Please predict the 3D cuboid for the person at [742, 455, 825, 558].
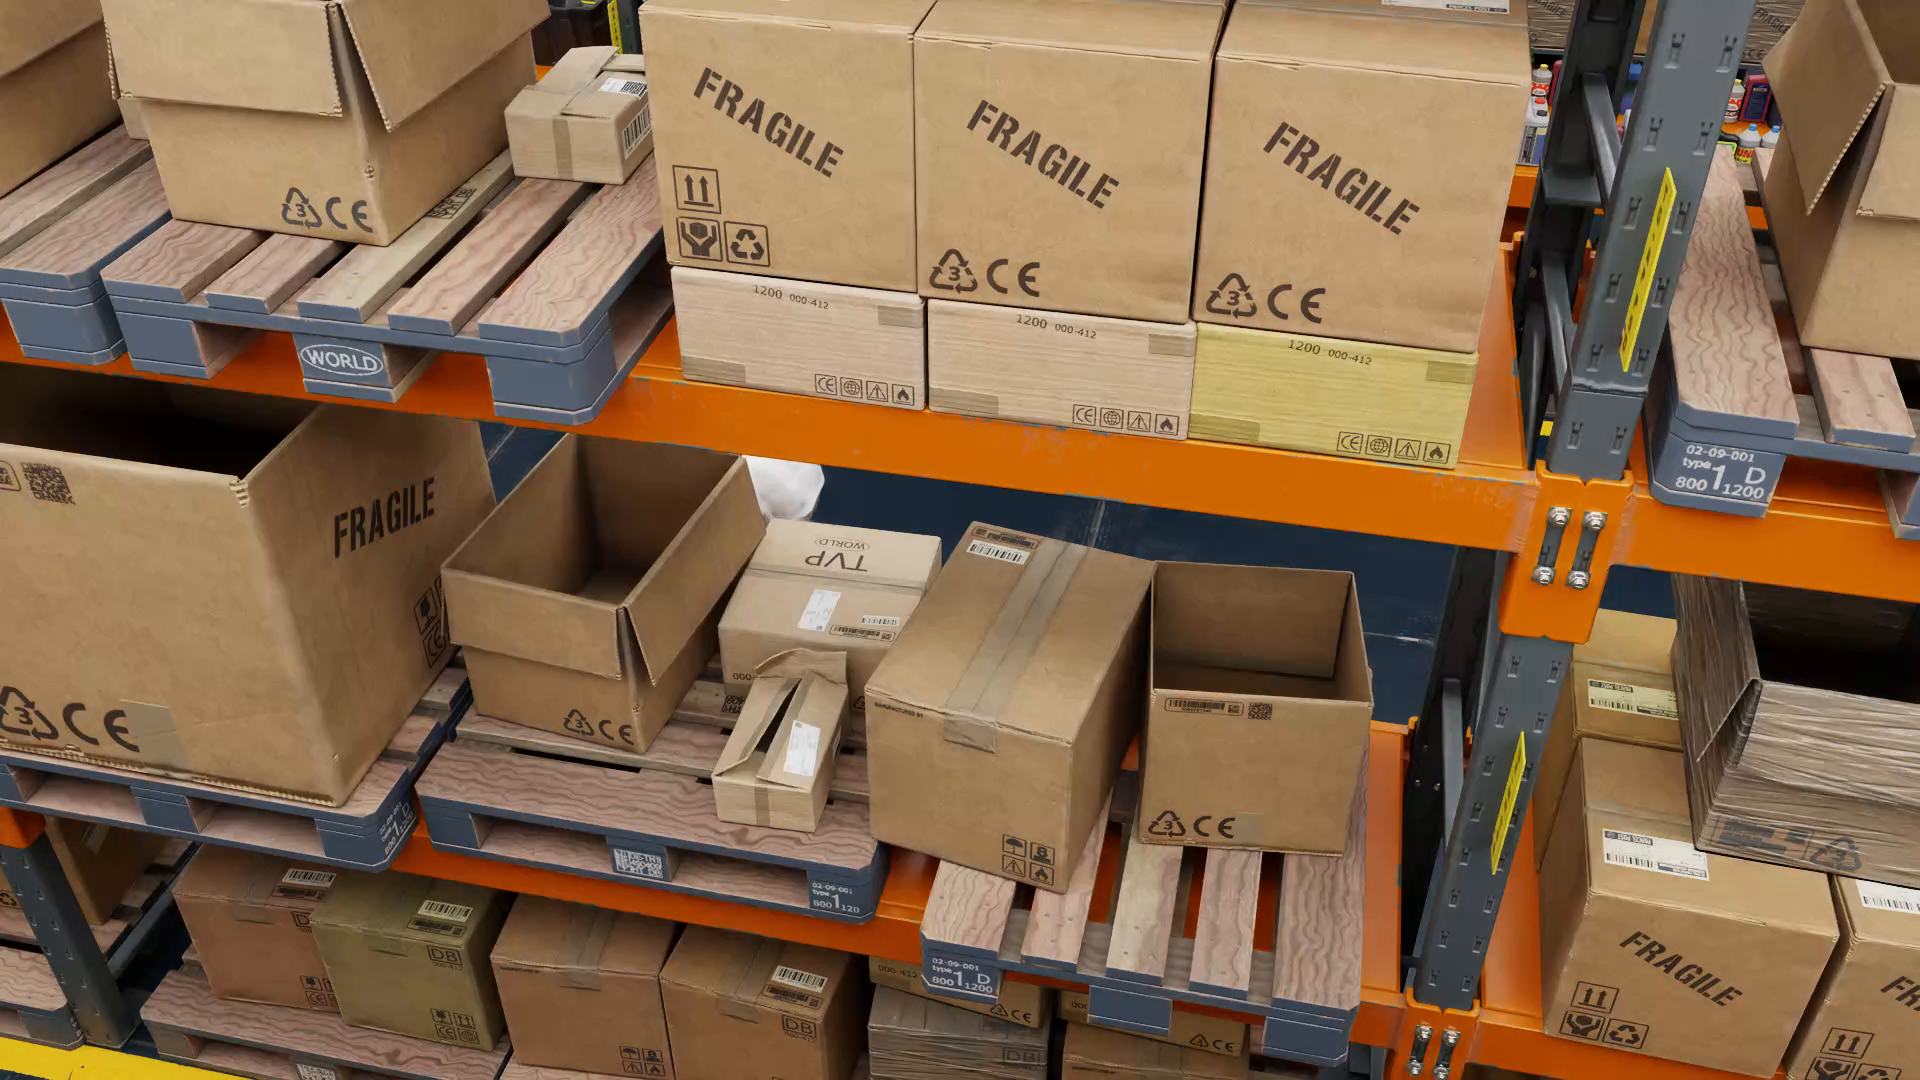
[{"bbox_3d":[-1.042,0.022,6.713,1.005,1.041,0.497,6,37,8],"label":"person"}]
